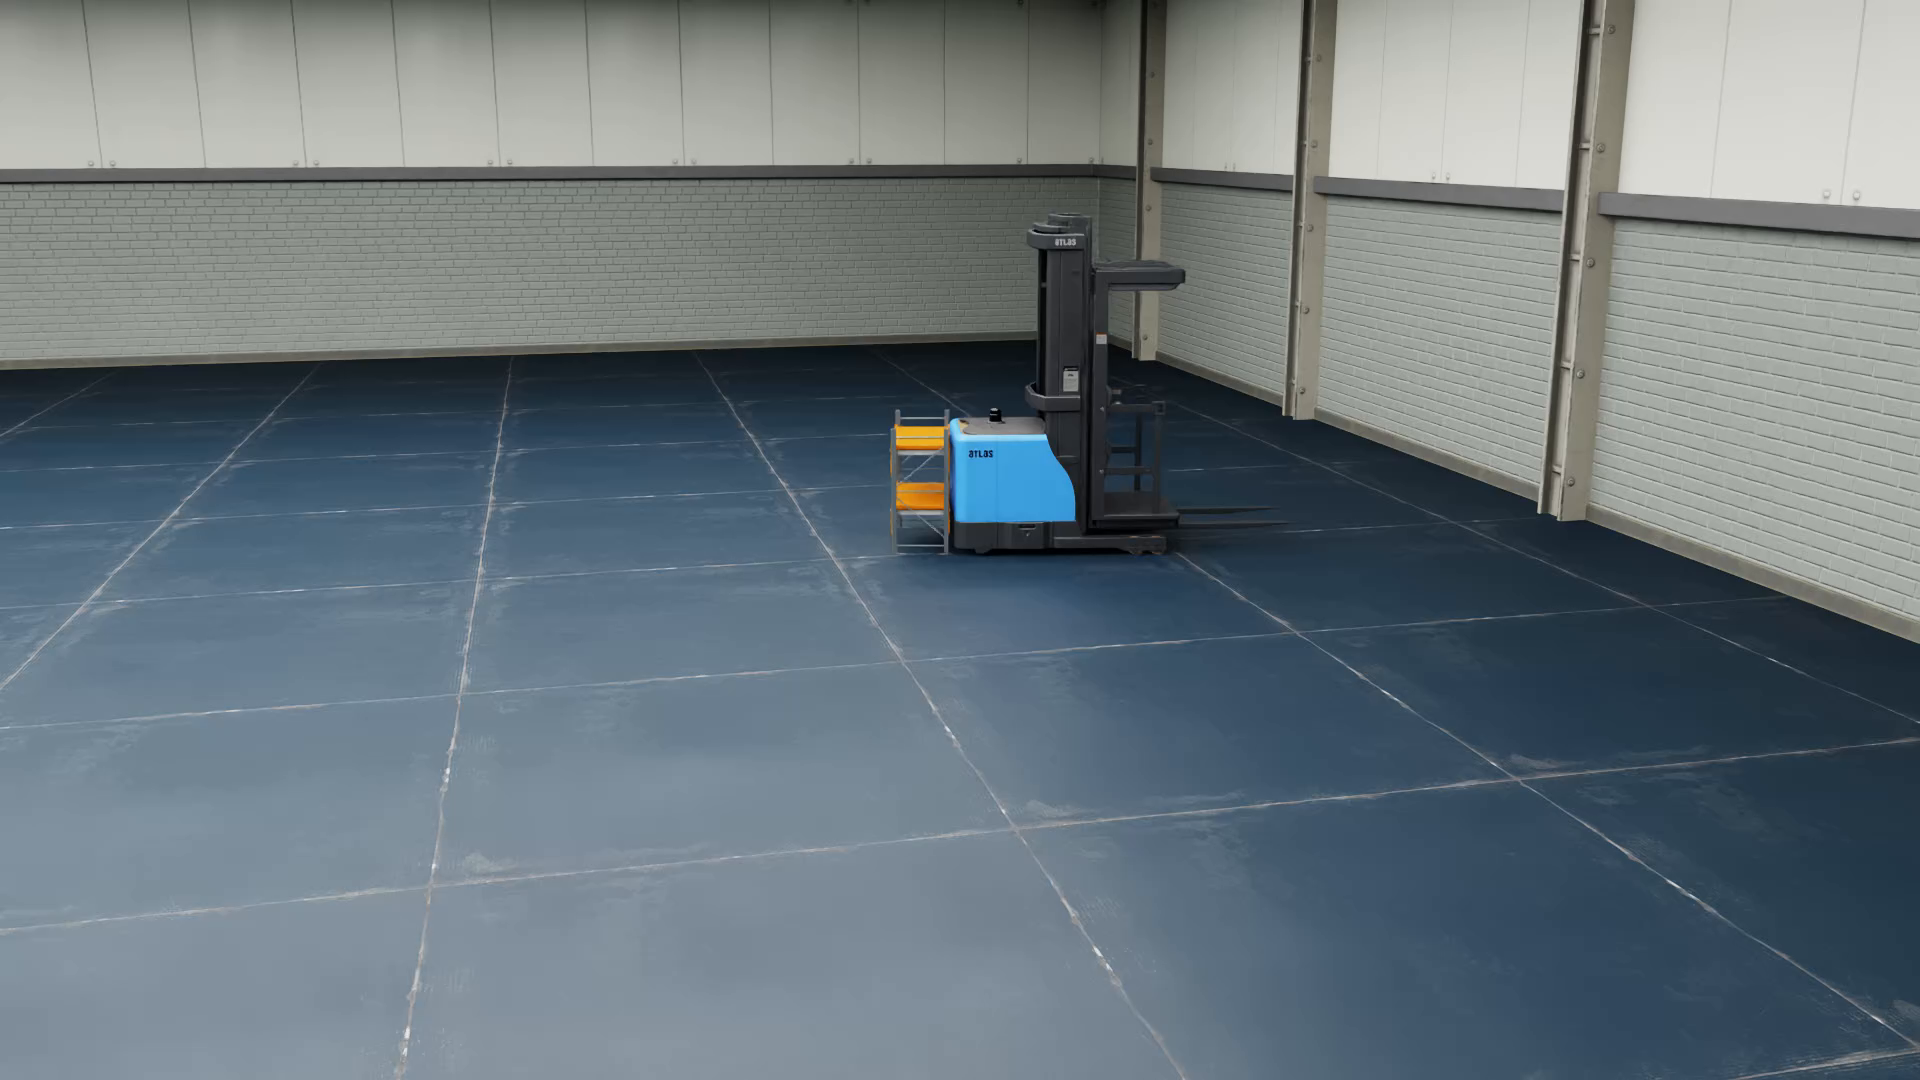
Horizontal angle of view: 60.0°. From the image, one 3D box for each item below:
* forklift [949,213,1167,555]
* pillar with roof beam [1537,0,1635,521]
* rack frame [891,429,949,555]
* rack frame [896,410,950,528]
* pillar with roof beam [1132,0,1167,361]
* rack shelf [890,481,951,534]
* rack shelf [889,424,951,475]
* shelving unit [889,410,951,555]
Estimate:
[{"bbox_3d":[1.433,-1.419,14.881,3.031,2.935,1.130,-1,14,-4],"label":"forklift"},{"bbox_3d":[1.688,-4.366,14.160,9.100,9.000,0.400,-3,14,-13],"label":"pillar with roof beam"},{"bbox_3d":[-0.349,-0.420,14.599,0.500,1.125,0.032,0,14,0],"label":"rack frame"},{"bbox_3d":[-0.348,-0.661,15.586,0.500,1.125,0.032,0,14,0],"label":"rack frame"},{"bbox_3d":[-1.130,-7.134,25.491,9.100,9.000,0.400,-3,14,-13],"label":"pillar with roof beam"},{"bbox_3d":[-0.349,-0.303,15.151,0.538,0.278,1.000,0,14,0],"label":"rack shelf"},{"bbox_3d":[-0.349,-0.825,15.023,0.538,0.278,1.000,0,14,0],"label":"rack shelf"},{"bbox_3d":[-0.349,-0.541,15.093,0.538,1.125,1.048,0,14,0],"label":"shelving unit"}]
